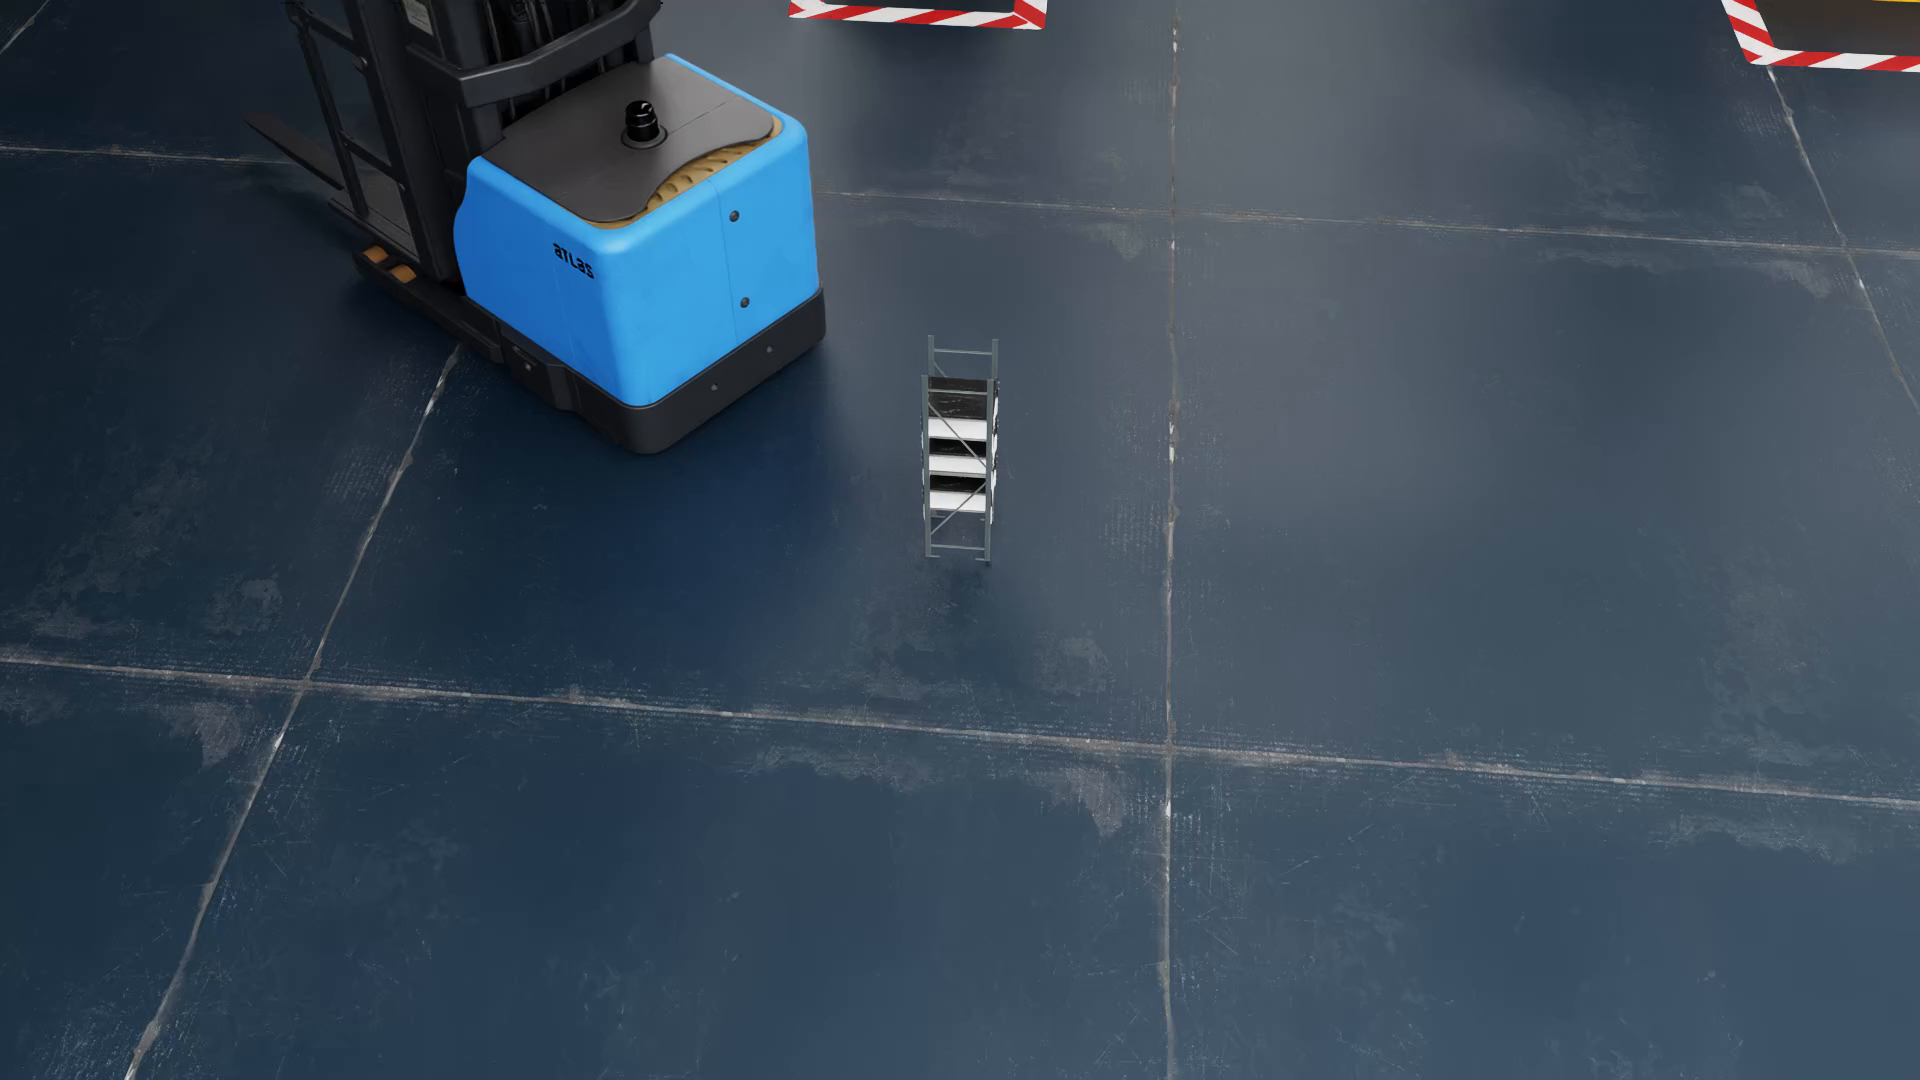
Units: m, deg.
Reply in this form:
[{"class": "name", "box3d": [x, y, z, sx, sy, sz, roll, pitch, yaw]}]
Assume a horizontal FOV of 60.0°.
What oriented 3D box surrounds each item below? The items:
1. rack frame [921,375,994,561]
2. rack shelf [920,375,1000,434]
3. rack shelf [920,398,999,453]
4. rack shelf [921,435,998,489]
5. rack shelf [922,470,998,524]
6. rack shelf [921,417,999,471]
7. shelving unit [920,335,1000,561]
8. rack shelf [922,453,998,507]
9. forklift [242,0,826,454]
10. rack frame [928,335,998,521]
[{"class": "rack frame", "box3d": [-0.009, -0.235, 5.855, 0.240, 0.900, 0.006, 4, 48, 4]}, {"class": "rack shelf", "box3d": [0.001, -0.469, 5.749, 0.258, 0.077, 0.200, 4, 48, 4]}, {"class": "rack shelf", "box3d": [0.001, -0.409, 5.815, 0.258, 0.077, 0.200, 4, 48, 4]}, {"class": "rack shelf", "box3d": [0.001, -0.287, 5.948, 0.258, 0.077, 0.200, 4, 48, 4]}, {"class": "rack shelf", "box3d": [0.001, -0.166, 6.081, 0.258, 0.077, 0.200, 4, 48, 4]}, {"class": "rack shelf", "box3d": [0.001, -0.348, 5.882, 0.258, 0.077, 0.200, 4, 48, 4]}, {"class": "shelving unit", "box3d": [0.001, -0.310, 5.923, 0.258, 0.900, 0.210, 4, 48, 4]}, {"class": "rack shelf", "box3d": [0.001, -0.226, 6.014, 0.258, 0.077, 0.200, 4, 48, 4]}, {"class": "forklift", "box3d": [-1.998, -2.271, 6.341, 3.031, 2.935, 1.130, 33, 56, 27]}, {"class": "rack frame", "box3d": [0.010, -0.384, 5.992, 0.240, 0.900, 0.006, 4, 48, 4]}]
